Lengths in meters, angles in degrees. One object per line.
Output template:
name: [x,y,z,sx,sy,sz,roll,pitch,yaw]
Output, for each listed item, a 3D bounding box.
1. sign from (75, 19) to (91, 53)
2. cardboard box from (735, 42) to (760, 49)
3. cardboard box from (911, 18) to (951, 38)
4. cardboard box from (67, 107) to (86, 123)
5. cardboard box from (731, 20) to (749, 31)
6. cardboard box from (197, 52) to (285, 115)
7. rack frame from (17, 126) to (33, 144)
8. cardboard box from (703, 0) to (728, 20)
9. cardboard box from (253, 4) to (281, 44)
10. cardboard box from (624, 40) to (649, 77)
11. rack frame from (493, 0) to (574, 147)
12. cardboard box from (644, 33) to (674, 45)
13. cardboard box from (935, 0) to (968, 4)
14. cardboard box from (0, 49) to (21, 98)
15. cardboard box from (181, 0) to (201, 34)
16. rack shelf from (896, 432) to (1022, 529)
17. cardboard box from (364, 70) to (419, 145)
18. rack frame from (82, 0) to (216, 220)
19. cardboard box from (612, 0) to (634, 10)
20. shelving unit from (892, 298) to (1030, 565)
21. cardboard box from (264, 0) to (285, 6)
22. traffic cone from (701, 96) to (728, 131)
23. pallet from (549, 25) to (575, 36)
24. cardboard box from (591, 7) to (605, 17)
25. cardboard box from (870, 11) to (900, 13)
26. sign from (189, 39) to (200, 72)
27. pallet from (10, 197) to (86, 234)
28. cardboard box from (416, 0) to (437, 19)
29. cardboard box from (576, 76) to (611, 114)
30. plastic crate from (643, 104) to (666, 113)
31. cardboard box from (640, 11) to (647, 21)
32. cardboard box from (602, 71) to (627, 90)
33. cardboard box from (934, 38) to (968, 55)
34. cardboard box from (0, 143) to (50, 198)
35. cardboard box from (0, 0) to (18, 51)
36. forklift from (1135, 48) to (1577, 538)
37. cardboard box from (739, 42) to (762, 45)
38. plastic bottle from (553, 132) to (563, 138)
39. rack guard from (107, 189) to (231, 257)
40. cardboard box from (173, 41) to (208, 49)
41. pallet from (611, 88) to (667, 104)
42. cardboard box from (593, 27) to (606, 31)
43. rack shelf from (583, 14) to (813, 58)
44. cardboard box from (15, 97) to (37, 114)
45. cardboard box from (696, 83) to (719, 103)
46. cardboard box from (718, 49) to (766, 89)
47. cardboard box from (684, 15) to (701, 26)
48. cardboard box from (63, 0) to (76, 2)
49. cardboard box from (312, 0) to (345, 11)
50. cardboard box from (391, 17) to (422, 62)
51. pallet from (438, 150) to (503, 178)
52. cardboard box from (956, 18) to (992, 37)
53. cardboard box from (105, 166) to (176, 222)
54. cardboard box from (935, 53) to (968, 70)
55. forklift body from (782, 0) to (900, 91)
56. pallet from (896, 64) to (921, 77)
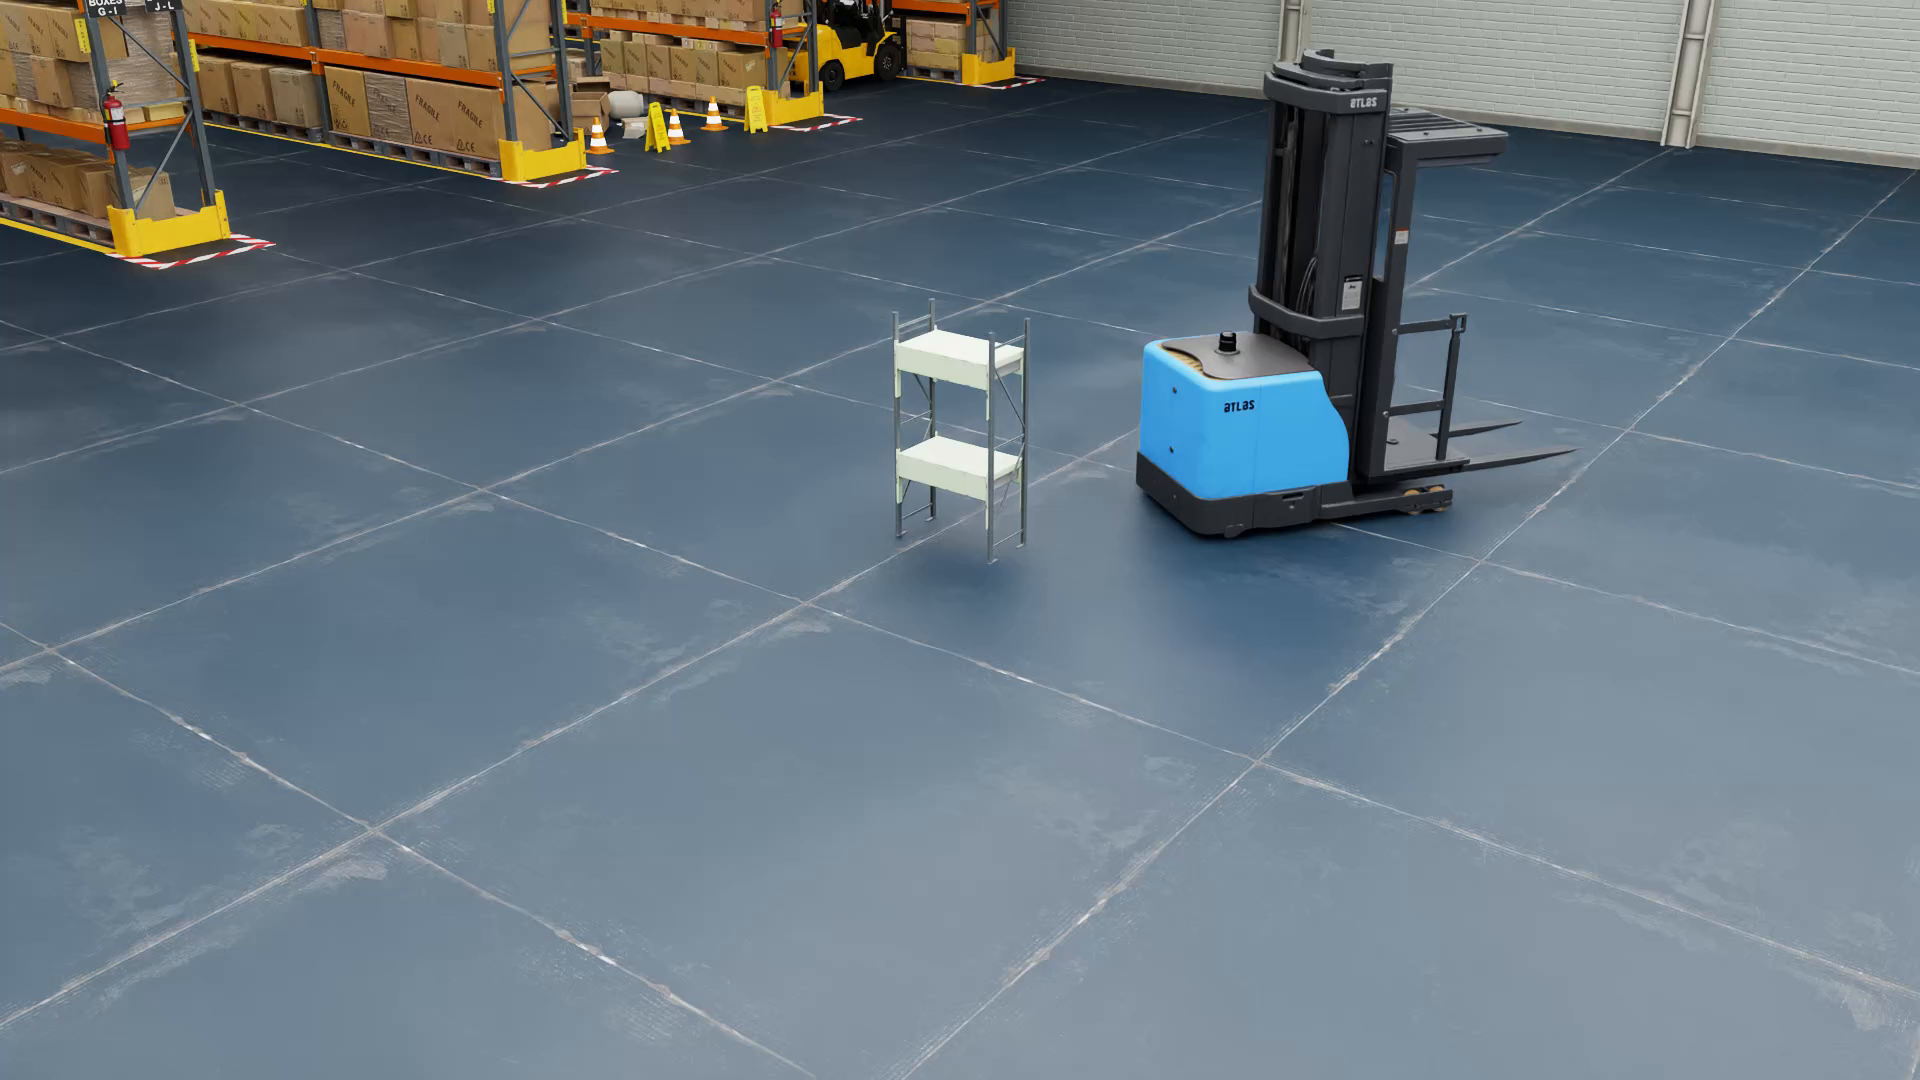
sign: [-8.790,-5.050,16.664,0.005,0.325,0.100,17,29,33]
cardboard box: [-3.418,-7.439,25.874,0.500,0.500,0.500,16,28,31]
cardboard box: [-0.492,-8.874,28.819,0.500,0.250,0.500,17,29,34]
cardboard box: [-9.224,-4.542,17.650,0.250,0.149,0.380,17,29,33]
cardboard box: [-3.195,-7.679,24.770,0.250,0.149,0.380,16,29,33]
cardboard box: [-10.653,-6.837,24.815,0.750,0.750,1.050,17,29,34]
rack frame: [-11.642,-5.517,19.552,0.127,3.000,1.000,17,29,33]
cardboard box: [-3.495,-8.094,24.908,0.500,0.500,0.500,17,29,33]
cardboard box: [-9.569,-7.301,23.476,0.500,0.500,0.500,16,29,33]
cardboard box: [-4.953,-7.636,26.321,0.500,0.500,0.500,18,30,35]
rack frame: [-5.386,-6.126,20.933,0.127,3.000,1.000,17,29,33]
cardboard box: [-4.695,-7.821,25.936,0.250,0.149,0.380,19,30,36]
cardboard box: [-0.075,-9.430,28.308,0.500,0.500,0.500,16,28,32]
cardboard box: [-10.104,-5.216,18.374,0.500,0.500,0.875,17,29,33]
cardboard box: [-11.182,-7.789,24.583,0.500,0.500,0.500,17,29,33]
rack shelf: [0.005,-0.386,10.575,0.720,0.370,0.431,17,29,33]
cardboard box: [-7.402,-5.922,22.584,0.875,0.875,0.875,17,29,34]
rack frame: [-8.442,-4.550,17.357,0.127,3.000,1.000,17,29,33]
cardboard box: [-5.098,-8.586,26.025,0.500,0.500,0.500,17,29,33]
shelving unit: [0.005,-0.685,10.444,0.755,1.500,0.431,17,29,33]
cardboard box: [-9.400,-7.838,23.456,0.500,0.500,0.700,16,29,32]
traffic cone: [-3.616,-6.274,24.416,0.334,0.463,0.336,17,29,33]
pallet: [-8.453,-10.791,34.980,1.213,0.211,1.003,17,29,33]
cardboard box: [-5.639,-8.420,26.452,0.250,0.149,0.380,17,29,33]
cardboard box: [-1.404,-9.408,30.031,0.500,0.250,0.500,17,29,34]
sign: [-8.116,-5.121,17.580,0.005,0.325,0.100,17,29,33]
pallet: [-10.103,-3.795,19.102,1.213,0.211,1.003,17,29,33]
cardboard box: [-6.522,-7.073,21.558,0.550,0.550,0.875,17,29,33]
cardboard box: [-5.657,-6.874,25.728,0.500,0.500,0.500,-5,24,-12]
plastic crate: [-4.934,-6.734,25.935,0.583,0.080,0.402,7,25,15]
cardboard box: [-4.766,-8.196,25.943,0.250,0.149,0.380,17,29,33]
cardboard box: [-5.389,-7.419,26.757,0.500,0.250,0.500,15,28,31]
cardboard box: [-0.101,-8.529,28.657,0.500,0.250,0.500,16,29,33]
cardboard box: [-10.883,-4.320,19.414,0.500,0.500,0.500,-16,28,-31]
cardboard box: [-10.227,-5.607,18.023,0.500,0.500,0.500,17,29,33]
forklift: [2.784,-1.699,10.971,3.031,2.935,1.130,-8,25,-18]
cardboard box: [-3.765,-9.735,31.549,0.625,0.625,0.875,16,29,33]
plastic bottle: [-5.737,-5.825,23.896,0.283,0.061,0.133,7,25,15]
rack guard: [-8.502,-3.425,17.902,0.348,0.500,1.175,17,29,33]
cardboard box: [-12.194,-7.697,26.148,0.500,0.250,0.500,15,28,31]
pallet: [-5.140,-7.288,27.028,1.213,0.211,1.003,17,29,33]
cardboard box: [-7.207,-10.616,33.702,0.500,0.500,0.500,18,30,35]
rack shelf: [-4.098,-7.902,25.856,4.000,0.370,1.077,17,29,33]
cardboard box: [-10.057,-4.766,18.159,0.250,0.149,0.380,17,29,33]
cardboard box: [-3.716,-6.918,25.620,0.500,0.250,0.500,17,29,33]
cardboard box: [-3.295,-7.134,25.181,0.500,0.500,0.500,17,29,34]
cardboard box: [-3.991,-7.941,25.363,0.250,0.149,0.380,16,29,33]
cardboard box: [-9.515,-5.654,18.129,0.500,0.500,0.500,17,29,33]
cardboard box: [-8.312,-7.556,22.653,0.550,0.550,0.875,17,29,33]
cardboard box: [-6.985,-6.686,22.019,0.500,0.550,0.875,17,29,33]
pallet: [-6.073,-5.018,21.877,1.213,0.211,1.003,17,29,33]
cardboard box: [0.205,-8.919,28.921,0.500,0.250,0.500,16,29,33]
cardboard box: [-8.931,-3.755,18.131,0.500,0.500,0.500,-20,31,-38]
cardboard box: [-0.090,-8.295,28.746,0.500,0.250,0.500,17,29,34]
forklift body: [-2.136,-8.831,28.126,1.214,2.155,2.313,17,29,33]
pallet: [-1.133,-8.540,29.871,1.213,0.211,1.003,17,29,33]
